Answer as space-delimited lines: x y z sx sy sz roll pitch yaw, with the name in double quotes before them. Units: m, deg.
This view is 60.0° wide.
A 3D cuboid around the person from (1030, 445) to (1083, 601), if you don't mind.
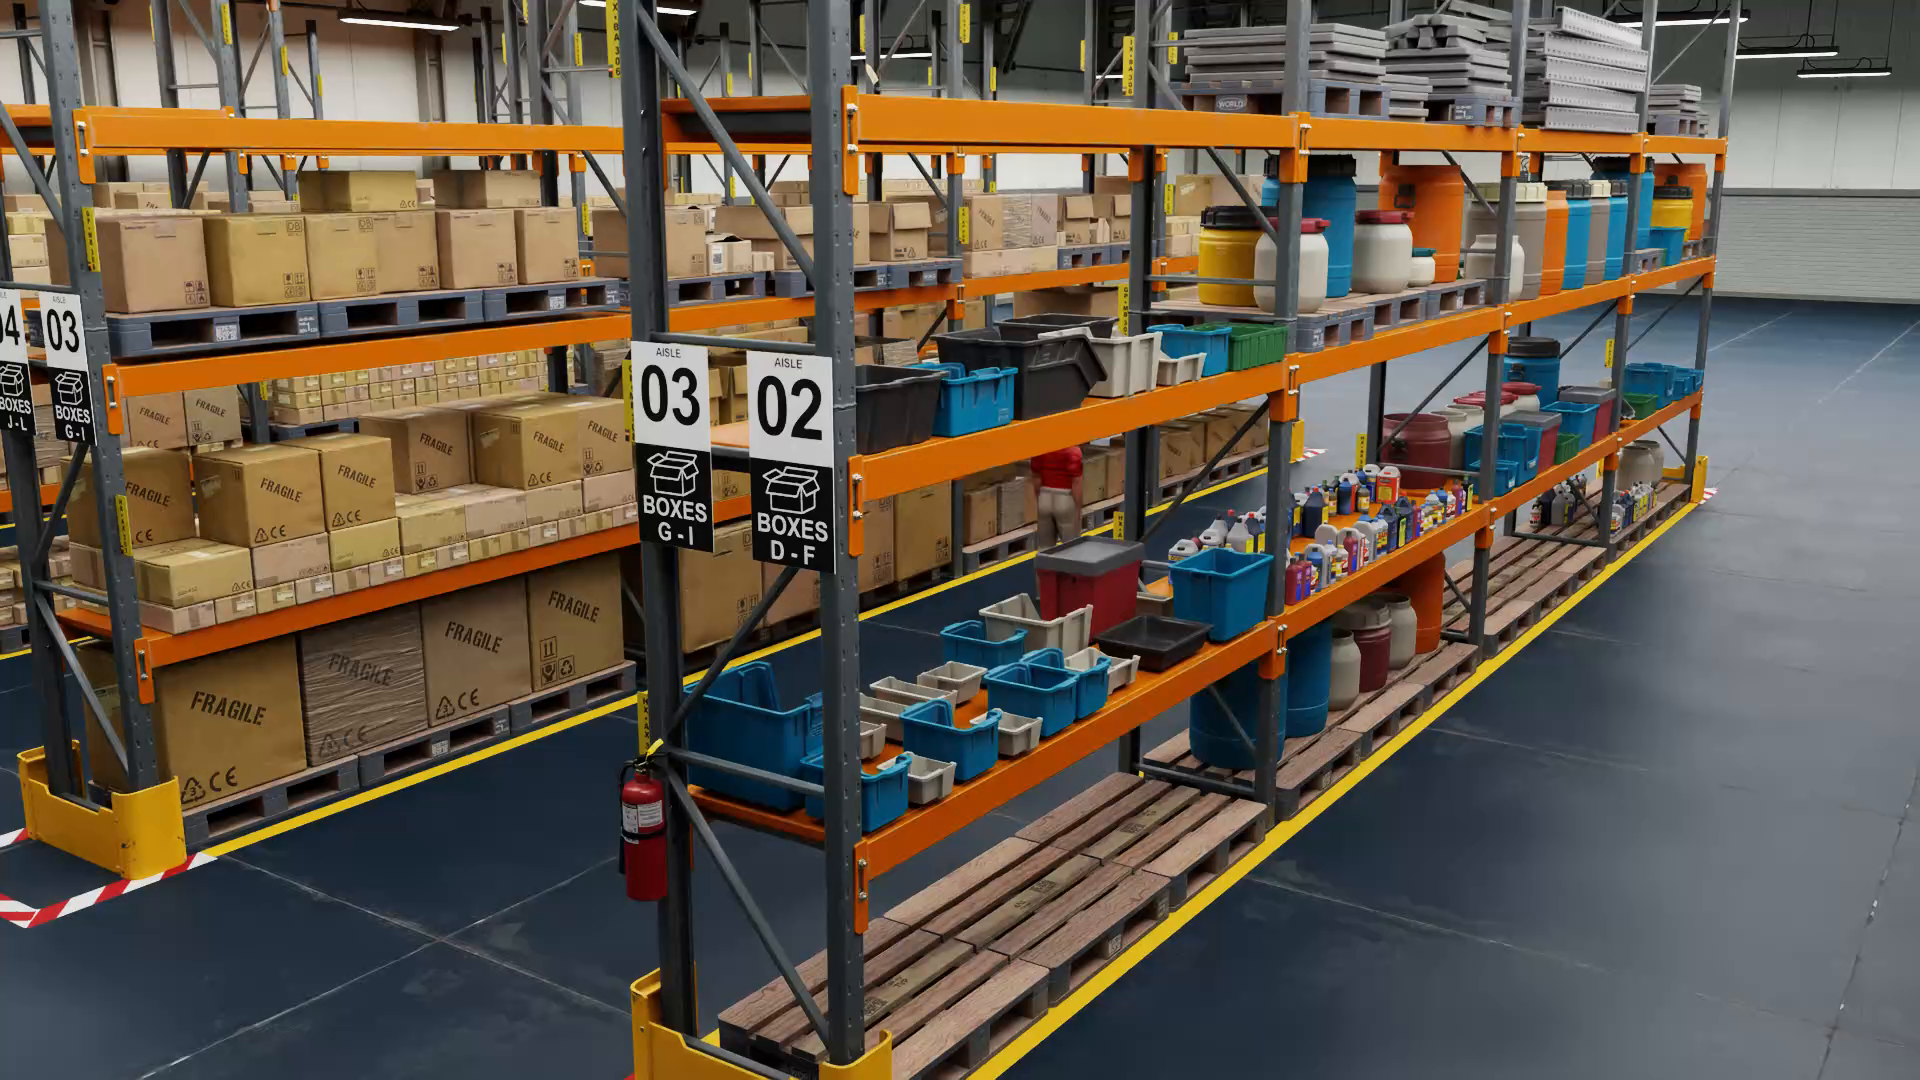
"person" 0.887 -0.290 14.783 0.529 1.730 0.370 9 16 34
